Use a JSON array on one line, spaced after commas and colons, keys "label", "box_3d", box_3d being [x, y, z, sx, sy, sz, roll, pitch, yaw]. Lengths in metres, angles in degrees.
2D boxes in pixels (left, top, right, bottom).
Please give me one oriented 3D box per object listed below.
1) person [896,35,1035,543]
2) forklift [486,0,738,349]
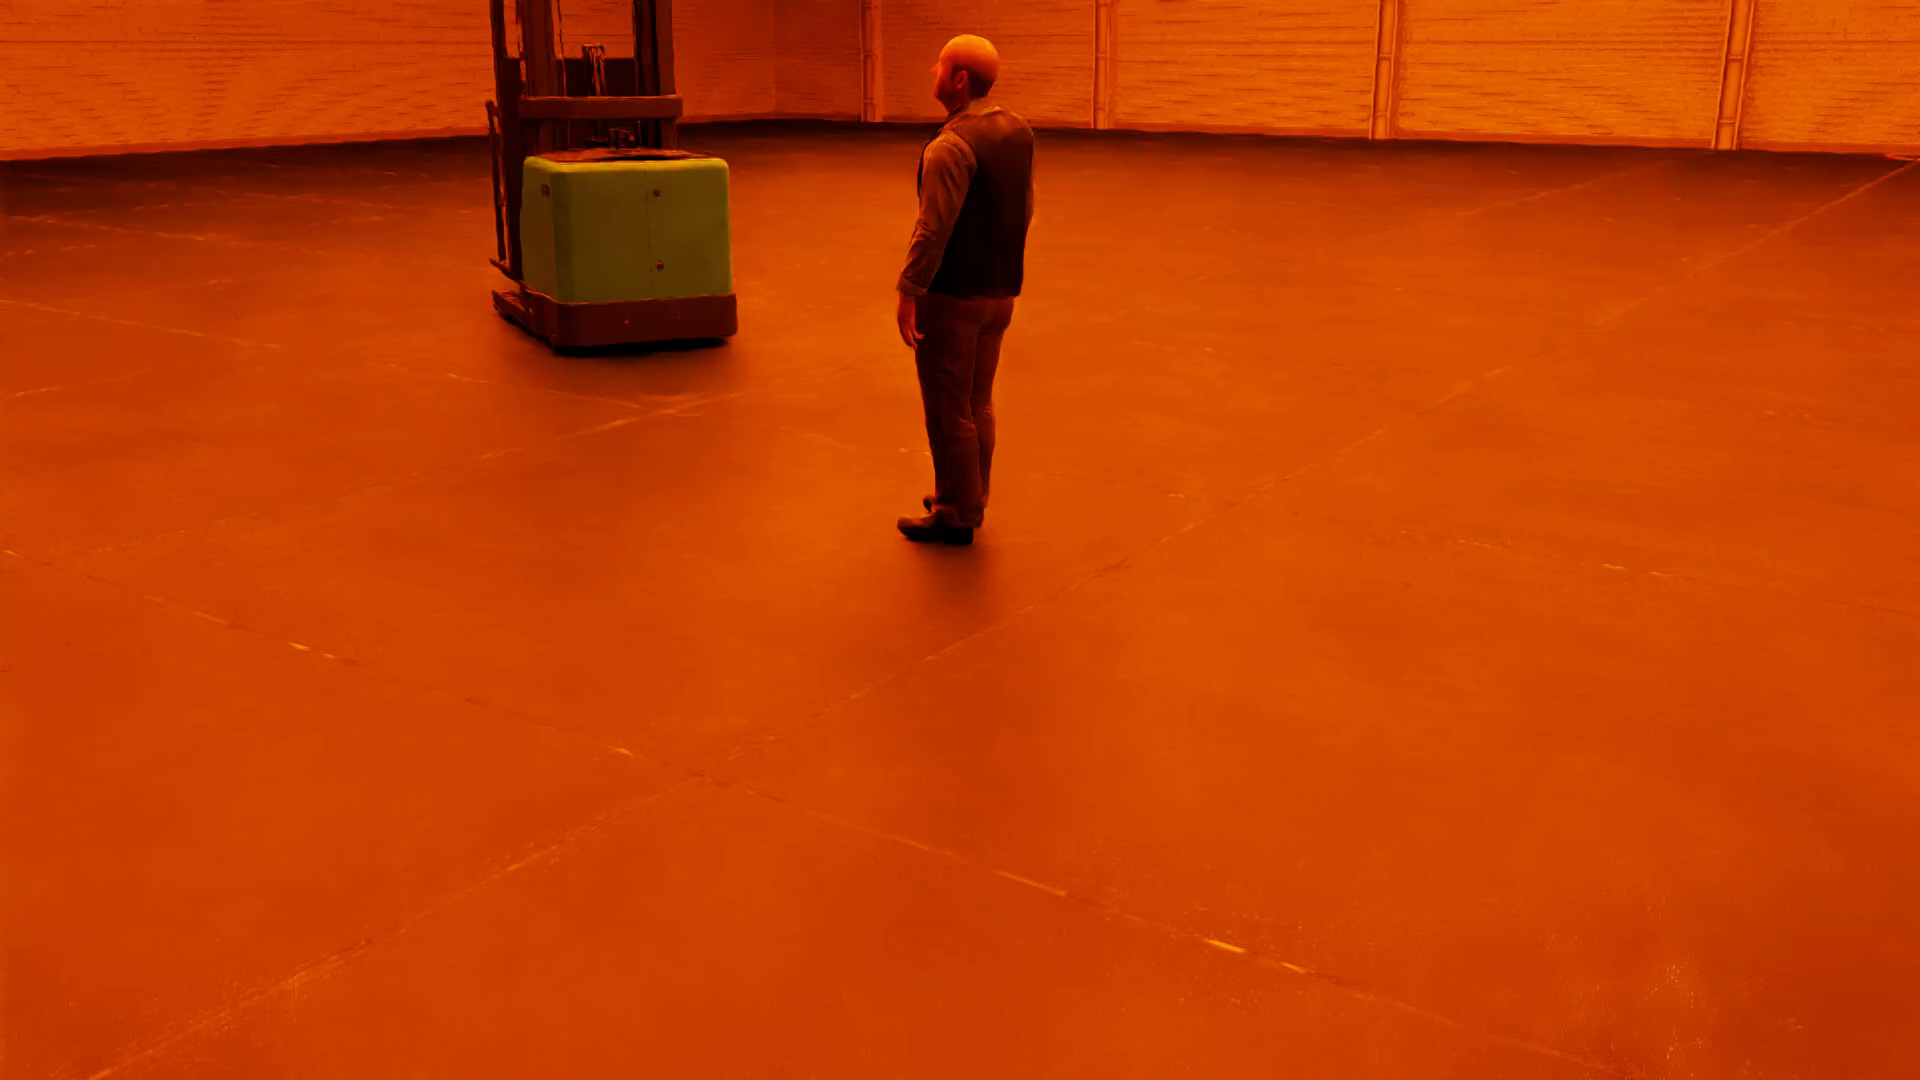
[{"label": "person", "box_3d": [-0.047, -0.844, 5.740, 0.567, 1.720, 0.632, 11, 20, 33]}, {"label": "forklift", "box_3d": [-2.400, -2.866, 10.417, 1.130, 2.935, 3.031, -8, 18, -24]}]
